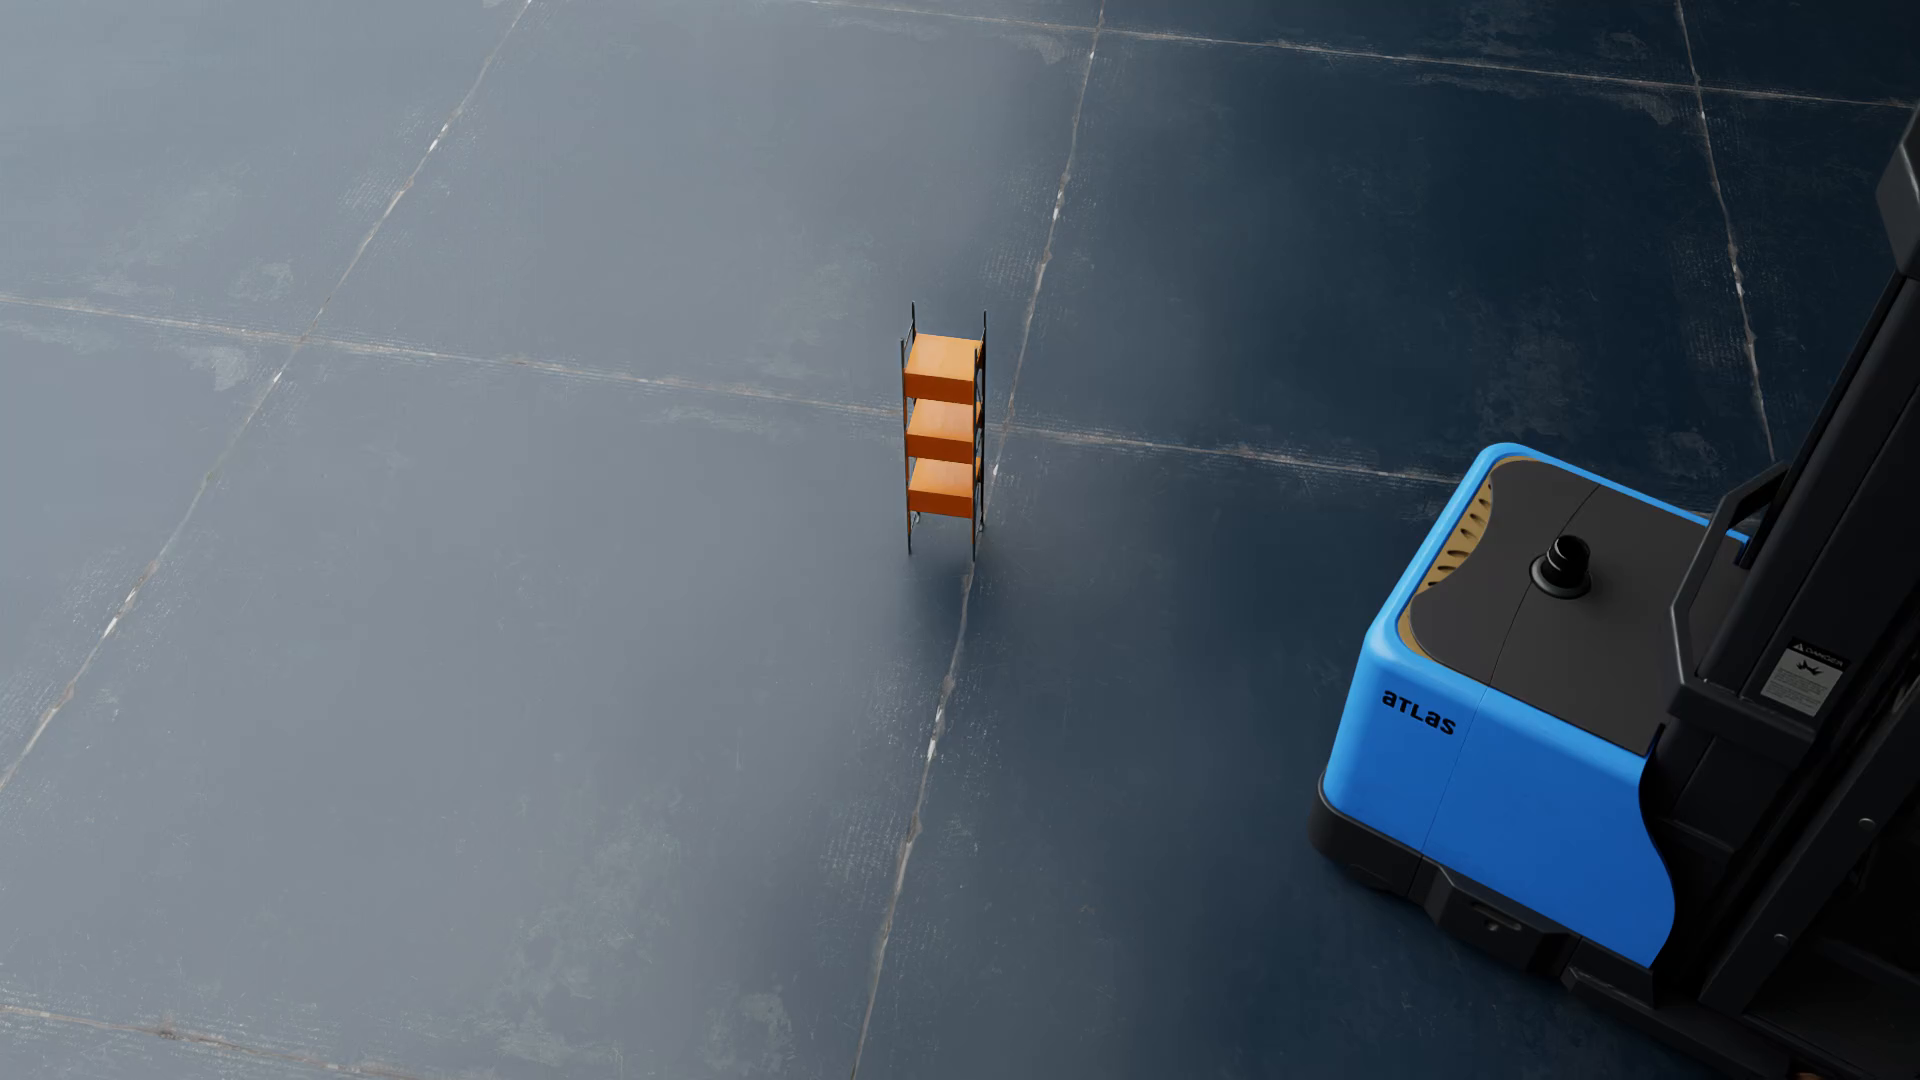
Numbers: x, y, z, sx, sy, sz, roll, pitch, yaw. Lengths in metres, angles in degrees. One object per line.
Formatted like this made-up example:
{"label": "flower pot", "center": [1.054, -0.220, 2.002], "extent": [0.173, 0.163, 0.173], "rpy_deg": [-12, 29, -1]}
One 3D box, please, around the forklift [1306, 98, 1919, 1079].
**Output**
{"label": "forklift", "center": [2.620, 0.317, 3.995], "extent": [3.031, 2.935, 1.130], "rpy_deg": [26, 53, 22]}

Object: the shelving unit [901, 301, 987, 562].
{"label": "shelving unit", "center": [-0.053, -0.358, 5.866], "extent": [0.252, 1.050, 0.215], "rpy_deg": [8, 49, 7]}

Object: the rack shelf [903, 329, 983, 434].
{"label": "rack shelf", "center": [-0.053, -0.541, 5.663], "extent": [0.240, 0.259, 0.215], "rpy_deg": [8, 49, 7]}

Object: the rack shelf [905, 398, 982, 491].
{"label": "rack shelf", "center": [-0.053, -0.351, 5.874], "extent": [0.240, 0.259, 0.215], "rpy_deg": [8, 49, 7]}

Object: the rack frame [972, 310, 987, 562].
{"label": "rack frame", "center": [0.067, -0.342, 5.851], "extent": [0.008, 1.050, 0.200], "rpy_deg": [8, 49, 7]}

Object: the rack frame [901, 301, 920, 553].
{"label": "rack frame", "center": [-0.173, -0.374, 5.880], "extent": [0.008, 1.050, 0.200], "rpy_deg": [8, 49, 7]}

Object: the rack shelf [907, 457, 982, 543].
{"label": "rack shelf", "center": [-0.053, -0.165, 6.080], "extent": [0.240, 0.259, 0.215], "rpy_deg": [8, 49, 7]}
